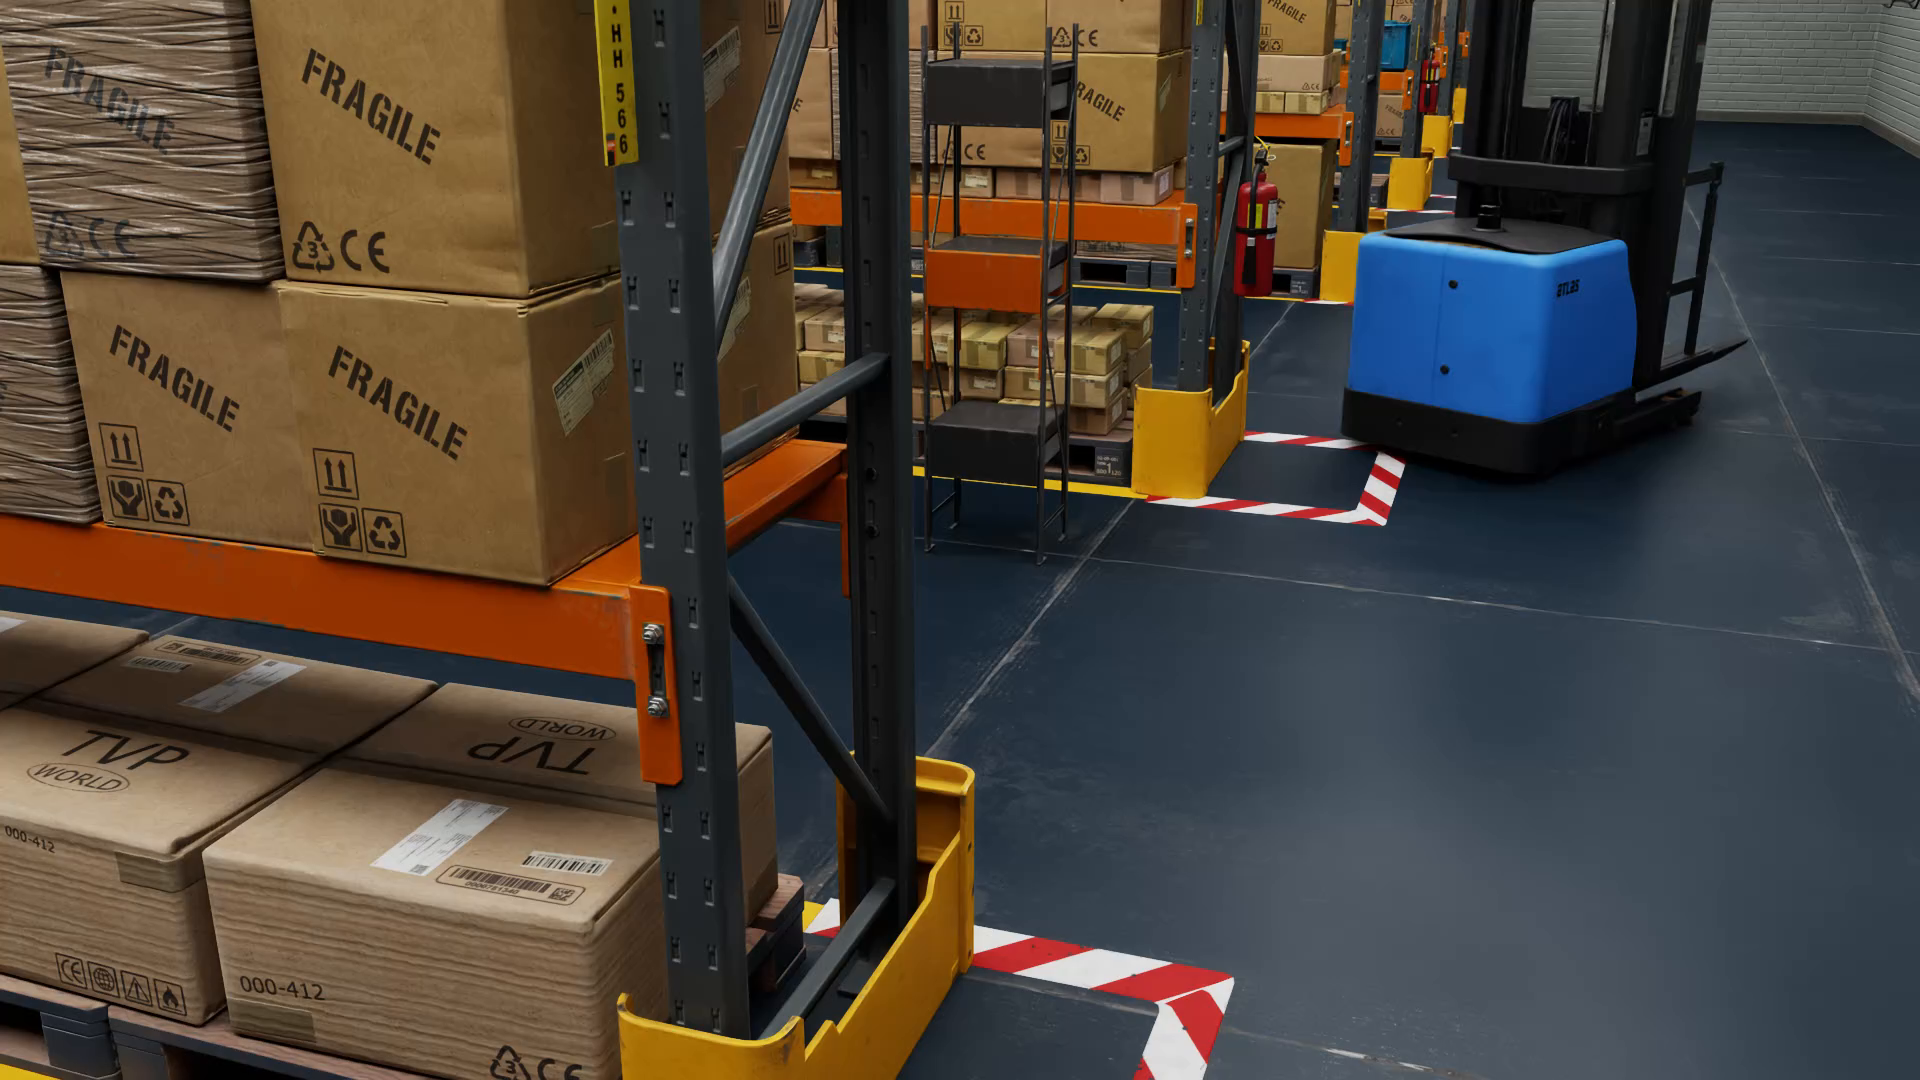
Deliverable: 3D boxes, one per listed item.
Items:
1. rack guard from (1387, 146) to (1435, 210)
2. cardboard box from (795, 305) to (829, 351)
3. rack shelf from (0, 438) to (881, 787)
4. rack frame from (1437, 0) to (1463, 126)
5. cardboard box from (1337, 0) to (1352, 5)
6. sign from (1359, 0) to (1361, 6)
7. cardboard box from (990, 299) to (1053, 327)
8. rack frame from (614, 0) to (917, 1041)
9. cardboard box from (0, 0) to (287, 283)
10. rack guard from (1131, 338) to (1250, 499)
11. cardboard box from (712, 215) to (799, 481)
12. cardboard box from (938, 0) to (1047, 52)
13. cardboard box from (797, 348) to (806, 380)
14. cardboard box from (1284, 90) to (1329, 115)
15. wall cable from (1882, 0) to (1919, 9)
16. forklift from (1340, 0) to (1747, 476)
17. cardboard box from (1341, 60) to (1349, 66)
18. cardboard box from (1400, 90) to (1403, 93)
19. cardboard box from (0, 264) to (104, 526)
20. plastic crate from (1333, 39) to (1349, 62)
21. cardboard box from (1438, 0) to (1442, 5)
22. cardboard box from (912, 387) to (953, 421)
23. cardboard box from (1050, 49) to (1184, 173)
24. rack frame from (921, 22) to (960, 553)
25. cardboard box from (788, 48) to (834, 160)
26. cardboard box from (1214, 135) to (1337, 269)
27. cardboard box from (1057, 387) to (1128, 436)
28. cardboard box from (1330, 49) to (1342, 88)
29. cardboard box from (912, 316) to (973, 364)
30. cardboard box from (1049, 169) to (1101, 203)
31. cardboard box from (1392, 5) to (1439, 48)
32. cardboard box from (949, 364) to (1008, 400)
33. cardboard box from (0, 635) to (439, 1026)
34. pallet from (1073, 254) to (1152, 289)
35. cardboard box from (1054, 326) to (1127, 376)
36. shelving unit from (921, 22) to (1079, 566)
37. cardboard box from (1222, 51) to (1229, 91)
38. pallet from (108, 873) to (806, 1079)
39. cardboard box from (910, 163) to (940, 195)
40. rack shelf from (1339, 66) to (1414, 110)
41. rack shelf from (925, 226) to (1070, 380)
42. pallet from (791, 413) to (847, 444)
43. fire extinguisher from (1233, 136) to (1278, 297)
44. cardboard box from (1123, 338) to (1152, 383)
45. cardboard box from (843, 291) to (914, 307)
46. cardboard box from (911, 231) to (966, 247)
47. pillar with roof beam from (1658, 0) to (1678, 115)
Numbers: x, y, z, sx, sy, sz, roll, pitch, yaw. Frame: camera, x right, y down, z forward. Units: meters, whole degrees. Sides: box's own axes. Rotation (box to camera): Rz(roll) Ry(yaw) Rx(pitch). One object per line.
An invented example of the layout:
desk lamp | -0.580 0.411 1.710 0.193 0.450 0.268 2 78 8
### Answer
rack guard | 4.580 -3.681 16.876 0.348 0.500 1.175 7 20 18
cardboard box | -0.848 -1.075 8.393 0.250 0.149 0.380 7 20 18
rack shelf | -2.213 -0.115 3.941 4.000 0.370 1.077 7 20 18
rack frame | 6.183 -6.399 20.878 0.127 3.000 1.000 7 20 18
cardboard box | 4.703 -6.990 20.902 0.500 0.500 0.500 7 20 20
sign | 2.737 -3.811 11.333 0.005 0.325 0.100 7 20 18
cardboard box | 0.326 -1.143 8.588 0.250 0.149 0.380 6 20 18
rack frame | -0.324 -0.238 3.203 0.127 3.000 1.000 7 20 18
cardboard box | -1.361 -0.783 3.095 0.500 0.500 0.500 7 20 18
rack guard | 1.133 -0.616 8.085 0.348 0.500 1.175 7 20 18
cardboard box | -0.683 -0.427 3.592 0.500 0.500 0.500 6 20 18
cardboard box | 0.212 -2.475 7.497 0.500 0.500 0.500 6 20 16
cardboard box | -0.877 -0.911 8.375 0.250 0.149 0.380 7 20 19
cardboard box | 2.484 -3.137 11.901 0.250 0.149 0.380 7 20 19
wall cable | 13.030 -8.585 22.750 0.112 2.526 3.097 7 20 18
forklift | 3.325 -2.082 8.597 3.031 2.935 1.130 -18 26 -42
cardboard box | 6.096 -7.494 26.192 0.250 0.149 0.380 7 20 19
cardboard box | 7.111 -7.003 25.768 0.500 0.500 0.700 7 20 18
cardboard box | -1.825 -0.367 3.420 0.500 0.500 0.500 7 20 20
plastic crate | 3.806 -5.009 17.053 0.300 0.233 0.416 7 20 18
cardboard box | 5.850 -7.049 21.070 0.500 0.500 0.500 7 20 20
cardboard box | -0.096 -0.707 8.240 0.250 0.149 0.380 7 20 19
cardboard box | 0.696 -1.945 7.494 0.500 0.500 0.500 7 20 19
rack frame | -0.074 -1.000 6.755 0.015 2.100 0.400 7 20 18
cardboard box | -0.739 -2.111 7.971 0.500 0.500 0.500 8 21 21
cardboard box | 2.297 -2.559 12.450 0.875 0.875 0.875 7 20 18
cardboard box | 0.639 -0.633 8.027 0.250 0.149 0.380 7 20 19
cardboard box | 2.563 -3.525 12.408 0.500 0.250 0.500 6 20 17
cardboard box | -0.107 -0.981 8.123 0.250 0.149 0.380 6 20 16
cardboard box | 0.582 -1.656 7.651 0.250 0.149 0.380 6 20 18
cardboard box | 5.670 -6.410 20.757 0.500 0.500 0.500 7 20 20
cardboard box | 0.121 -0.805 8.069 0.250 0.149 0.380 6 20 16
cardboard box | -1.848 0.637 3.947 0.875 0.438 0.875 7 20 20
pallet | 0.998 -2.197 13.059 1.213 0.211 1.003 7 20 18
cardboard box | 0.622 -0.900 7.890 0.250 0.149 0.380 7 20 19
shelving unit | 0.156 -0.974 6.679 0.503 2.100 0.431 7 20 18
cardboard box | 1.904 -3.414 12.090 0.500 0.250 0.500 6 20 17
pallet | -1.105 1.016 3.840 1.213 0.211 1.003 7 20 18
cardboard box | -0.148 -1.736 7.881 0.250 0.149 0.380 6 20 16
rack shelf | 2.664 -4.736 17.199 4.000 0.370 1.077 7 20 18
rack shelf | 0.156 -0.961 6.684 0.480 0.518 0.431 7 20 18
pallet | -0.771 -0.711 8.795 1.213 0.211 1.003 7 20 18
fire extinguisher | 1.291 -1.405 7.234 0.183 0.674 0.296 7 20 18
cardboard box | 0.794 -0.917 8.392 0.250 0.149 0.380 7 21 20
cardboard box | -0.428 -1.220 8.808 0.250 0.149 0.380 7 20 19
cardboard box | -0.253 -2.851 13.287 0.875 0.875 0.875 7 20 18
pillar with roof beam | 9.226 -9.412 20.405 0.400 9.000 9.100 7 20 18
